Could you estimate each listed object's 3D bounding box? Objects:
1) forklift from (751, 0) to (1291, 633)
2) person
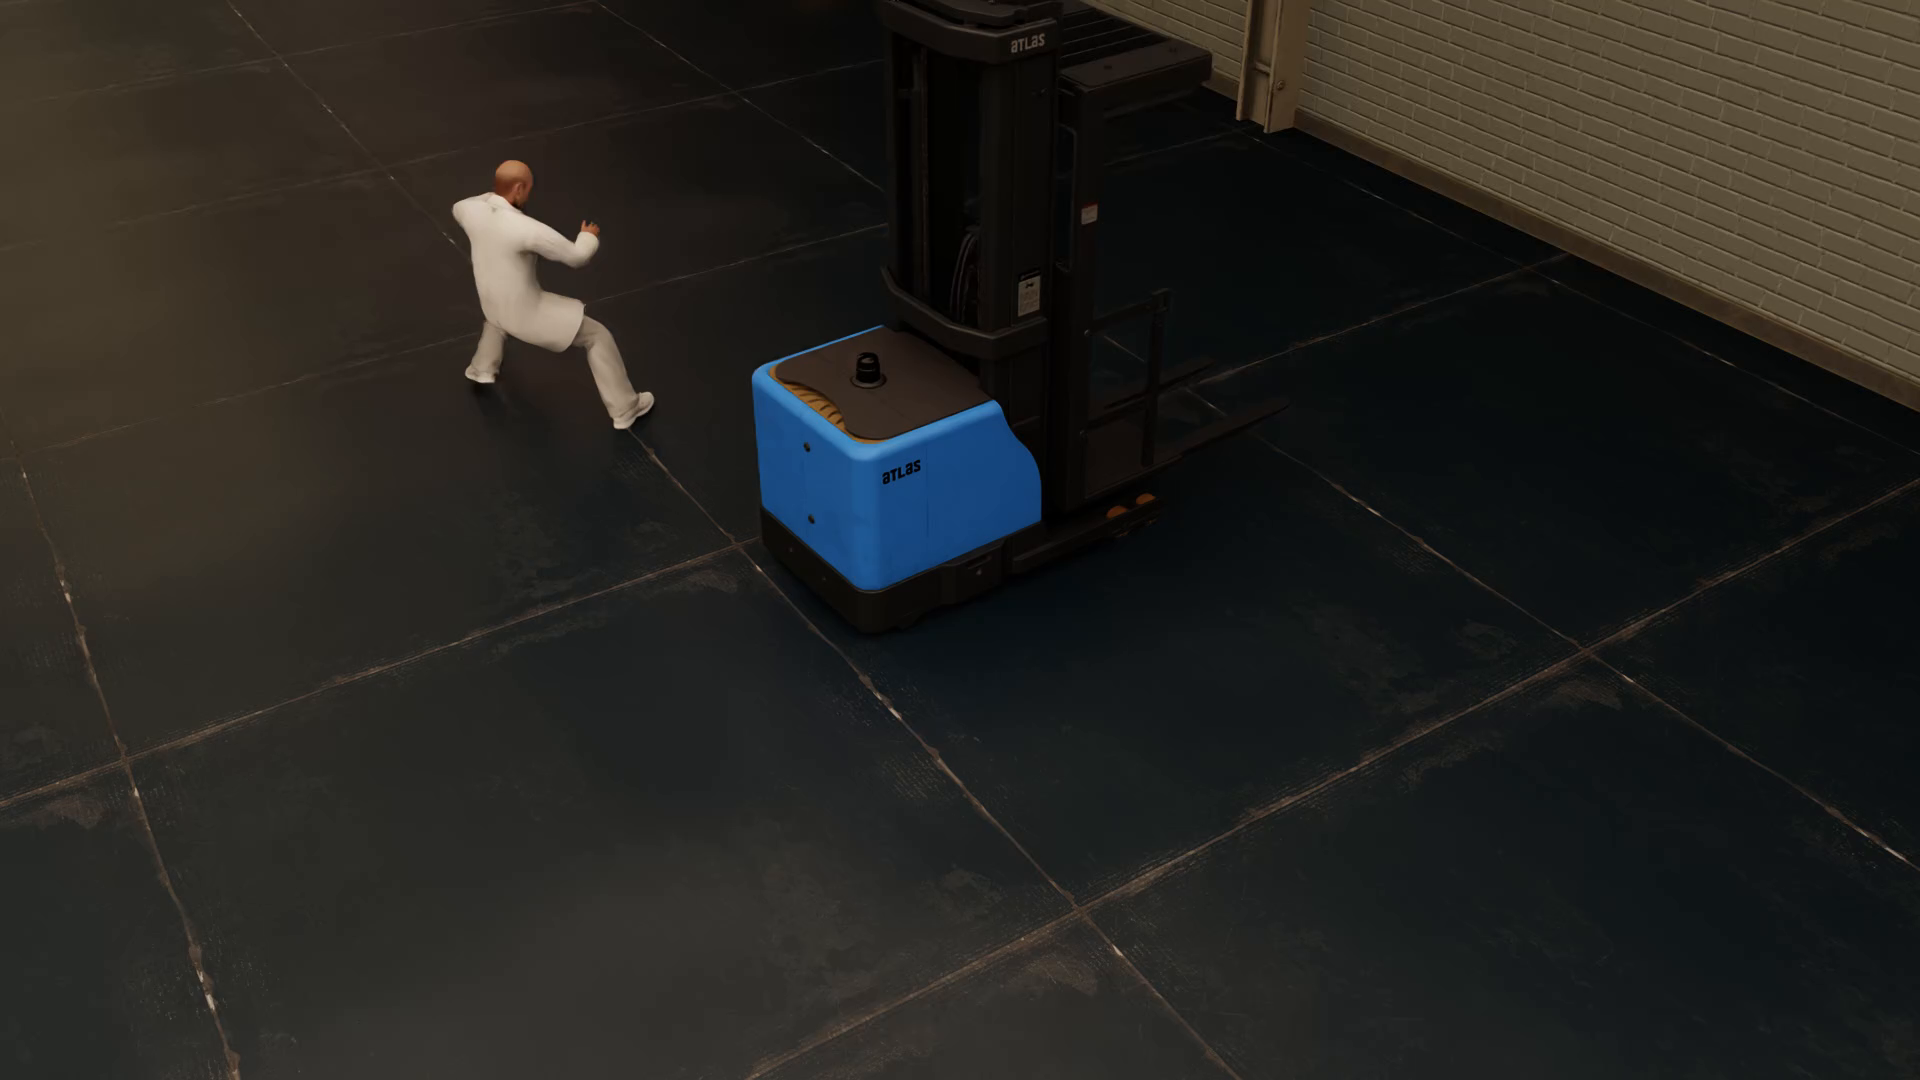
[{"bbox_3d":[0.463,-1.433,8.187,3.031,2.935,1.130,-23,41,-29],"label":"forklift"},{"bbox_3d":[-2.420,-1.464,9.452,1.217,1.525,0.730,23,41,29],"label":"person"}]
